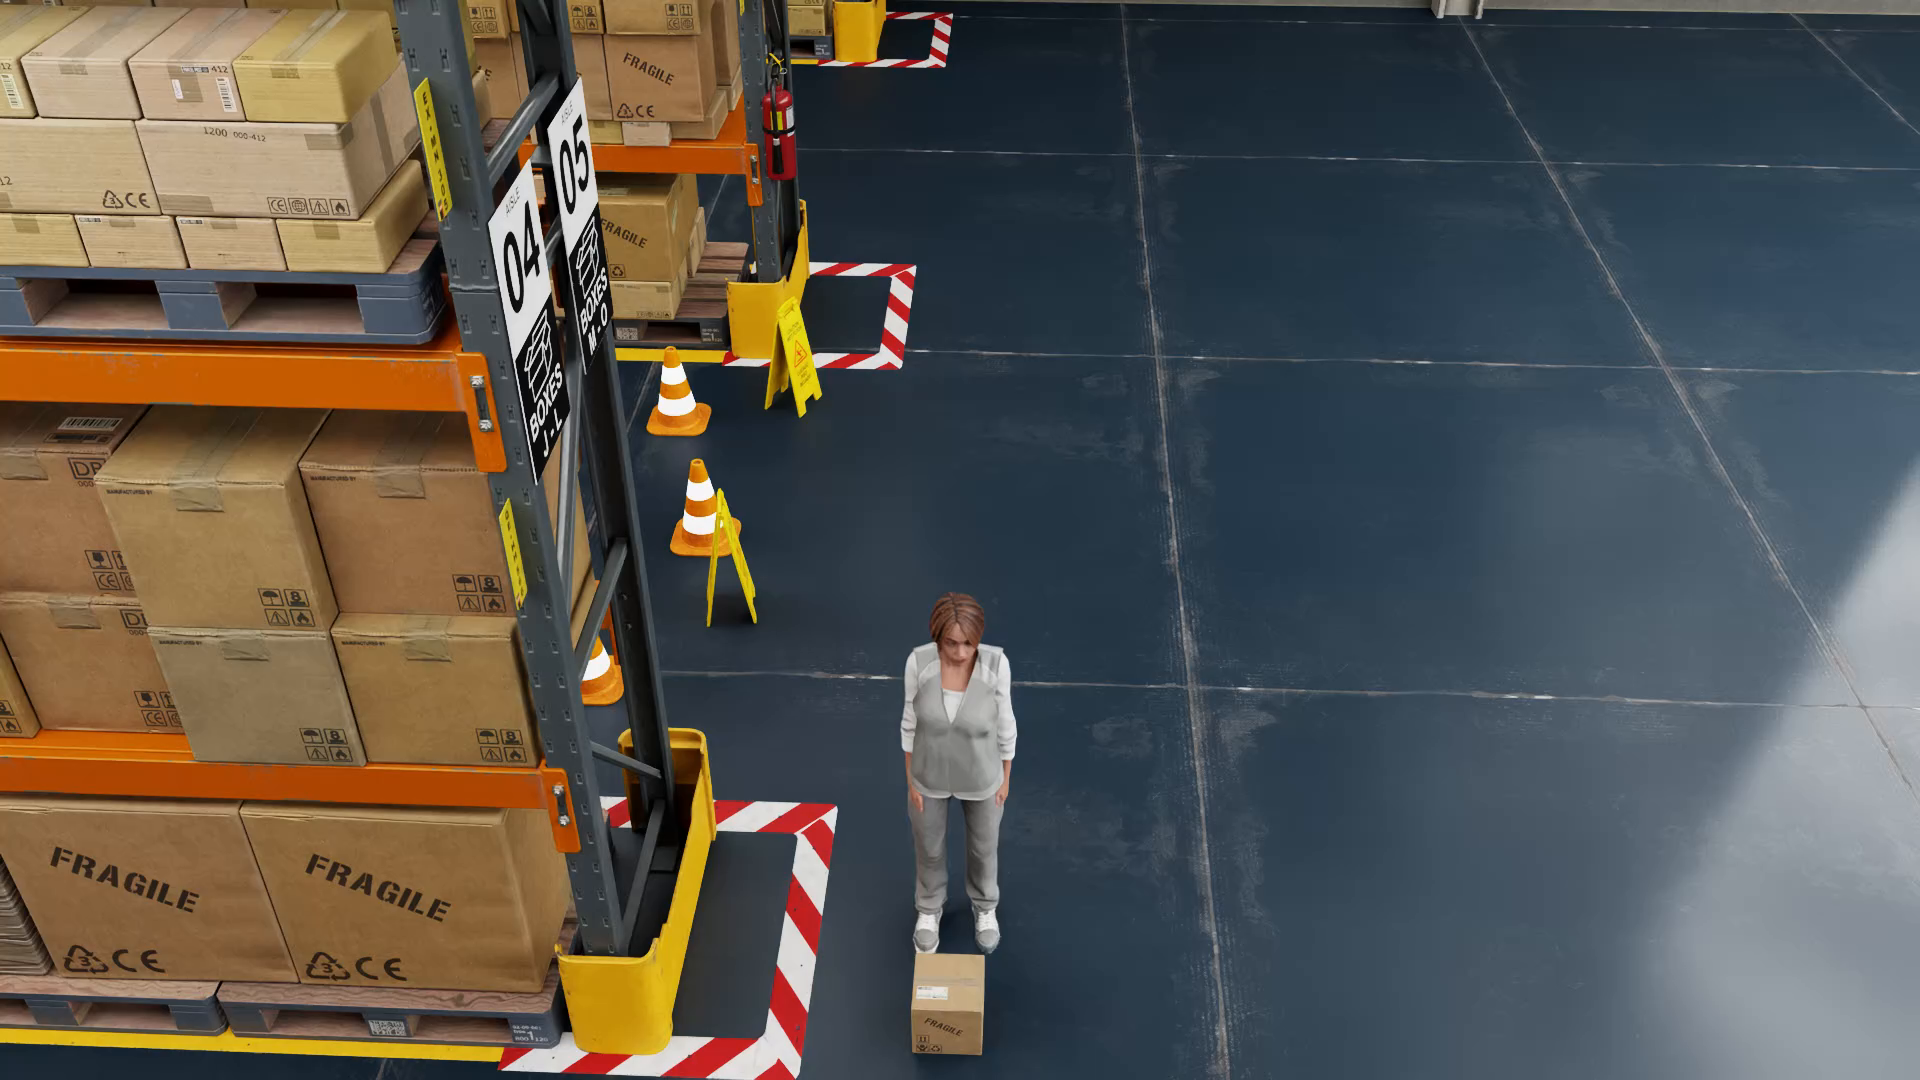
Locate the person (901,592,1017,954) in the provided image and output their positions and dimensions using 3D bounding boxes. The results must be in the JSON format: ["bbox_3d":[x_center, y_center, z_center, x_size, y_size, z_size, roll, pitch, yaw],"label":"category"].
[{"bbox_3d":[-0.005,0.862,5.957,0.409,1.620,0.321,2,36,3],"label":"person"}]
